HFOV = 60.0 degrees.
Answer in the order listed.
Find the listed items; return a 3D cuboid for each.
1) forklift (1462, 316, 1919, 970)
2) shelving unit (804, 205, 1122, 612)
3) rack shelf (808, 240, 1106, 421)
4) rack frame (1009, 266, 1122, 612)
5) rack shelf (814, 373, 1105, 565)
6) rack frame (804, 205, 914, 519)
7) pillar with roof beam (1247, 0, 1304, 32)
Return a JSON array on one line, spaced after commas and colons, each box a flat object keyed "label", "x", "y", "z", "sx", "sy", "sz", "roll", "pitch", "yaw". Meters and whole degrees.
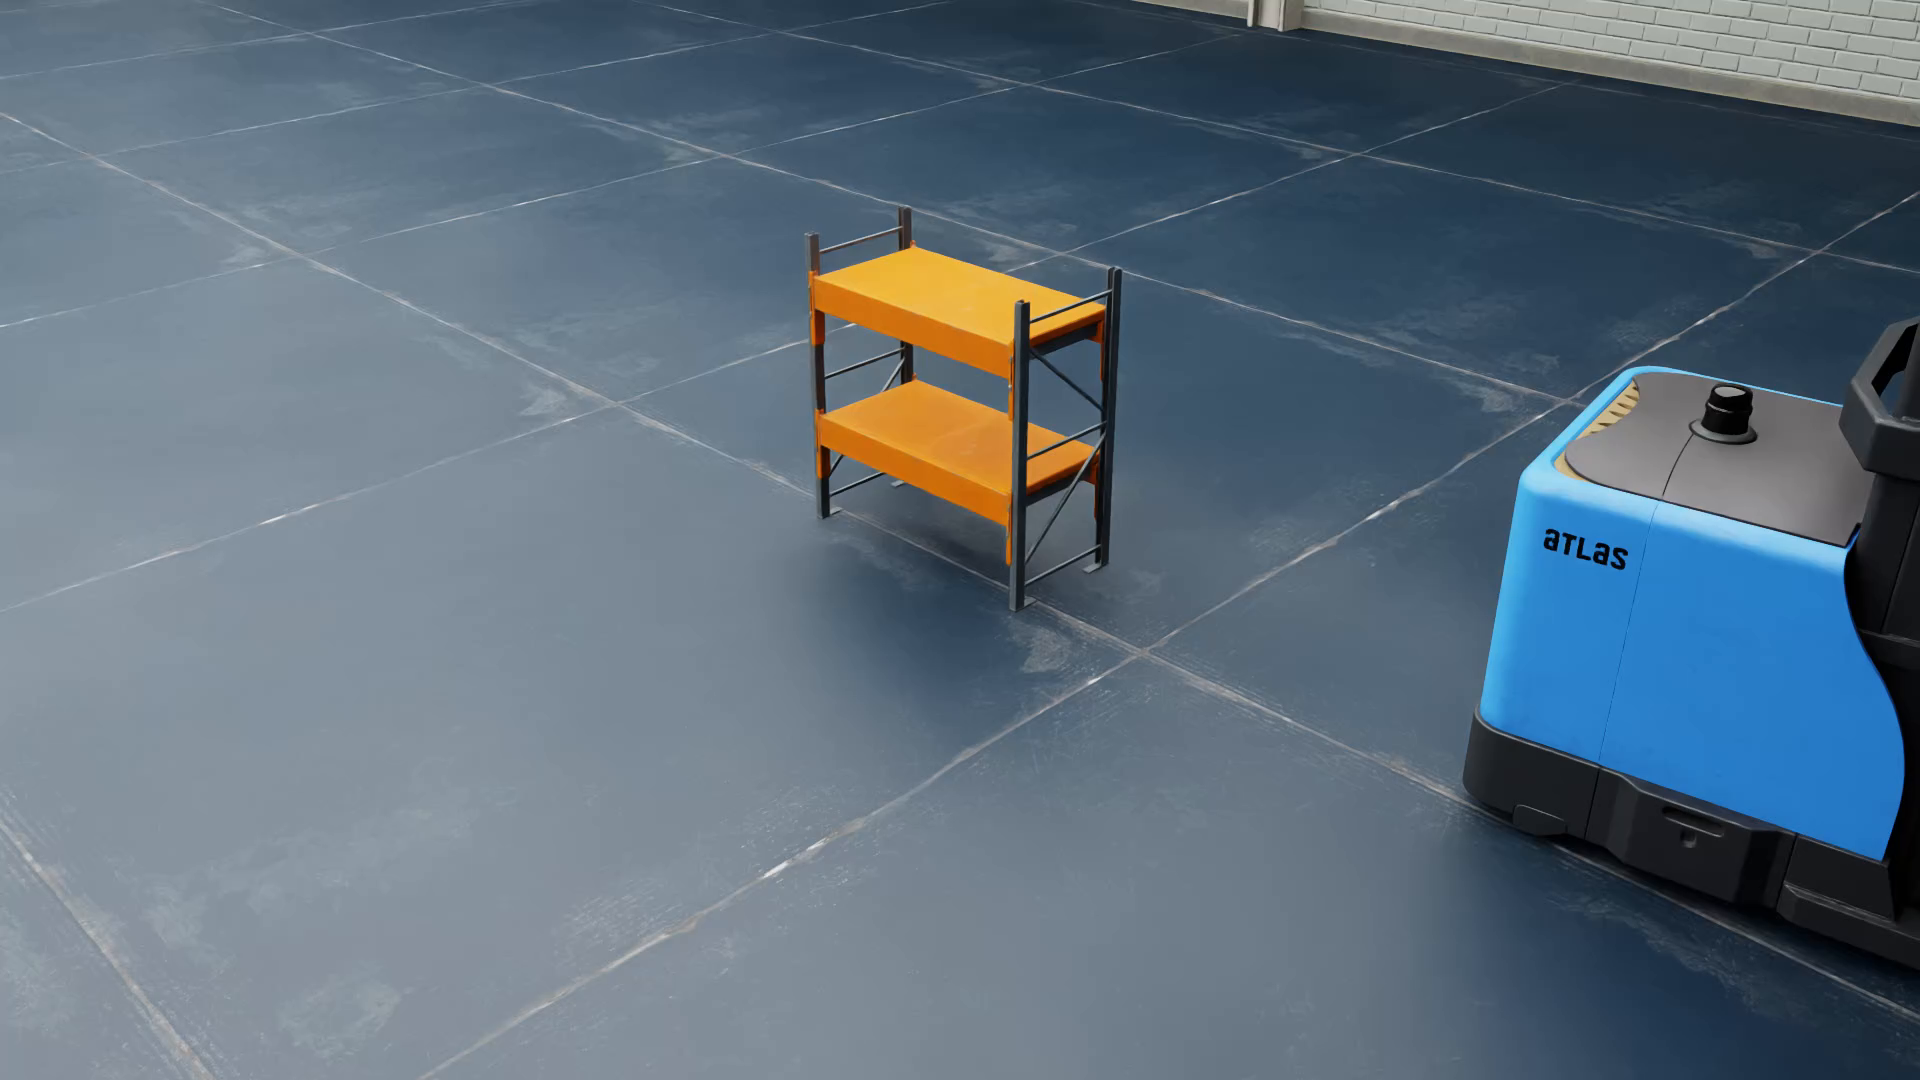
[{"label": "forklift", "x": 2.930, "y": -0.299, "z": 3.670, "sx": 3.031, "sy": 2.935, "sz": 1.130, "roll": 19, "pitch": 33, "yaw": 32}, {"label": "shelving unit", "x": -0.005, "y": -0.500, "z": 5.992, "sx": 1.048, "sy": 1.125, "sz": 0.538, "roll": 25, "pitch": 36, "yaw": 38}, {"label": "rack shelf", "x": -0.005, "y": -0.759, "z": 5.856, "sx": 1.000, "sy": 0.278, "sz": 0.538, "roll": 25, "pitch": 36, "yaw": 38}, {"label": "rack frame", "x": 0.358, "y": -0.334, "z": 5.677, "sx": 0.032, "sy": 1.125, "sz": 0.500, "roll": 25, "pitch": 36, "yaw": 38}, {"label": "rack shelf", "x": -0.005, "y": -0.284, "z": 6.106, "sx": 1.000, "sy": 0.278, "sz": 0.538, "roll": 25, "pitch": 36, "yaw": 38}, {"label": "rack frame", "x": -0.367, "y": -0.666, "z": 6.308, "sx": 0.032, "sy": 1.125, "sz": 0.500, "roll": 25, "pitch": 36, "yaw": 38}, {"label": "pillar with roof beam", "x": -0.156, "y": -7.232, "z": 10.334, "sx": 0.400, "sy": 9.000, "sz": 9.100, "roll": 25, "pitch": 36, "yaw": 38}]
